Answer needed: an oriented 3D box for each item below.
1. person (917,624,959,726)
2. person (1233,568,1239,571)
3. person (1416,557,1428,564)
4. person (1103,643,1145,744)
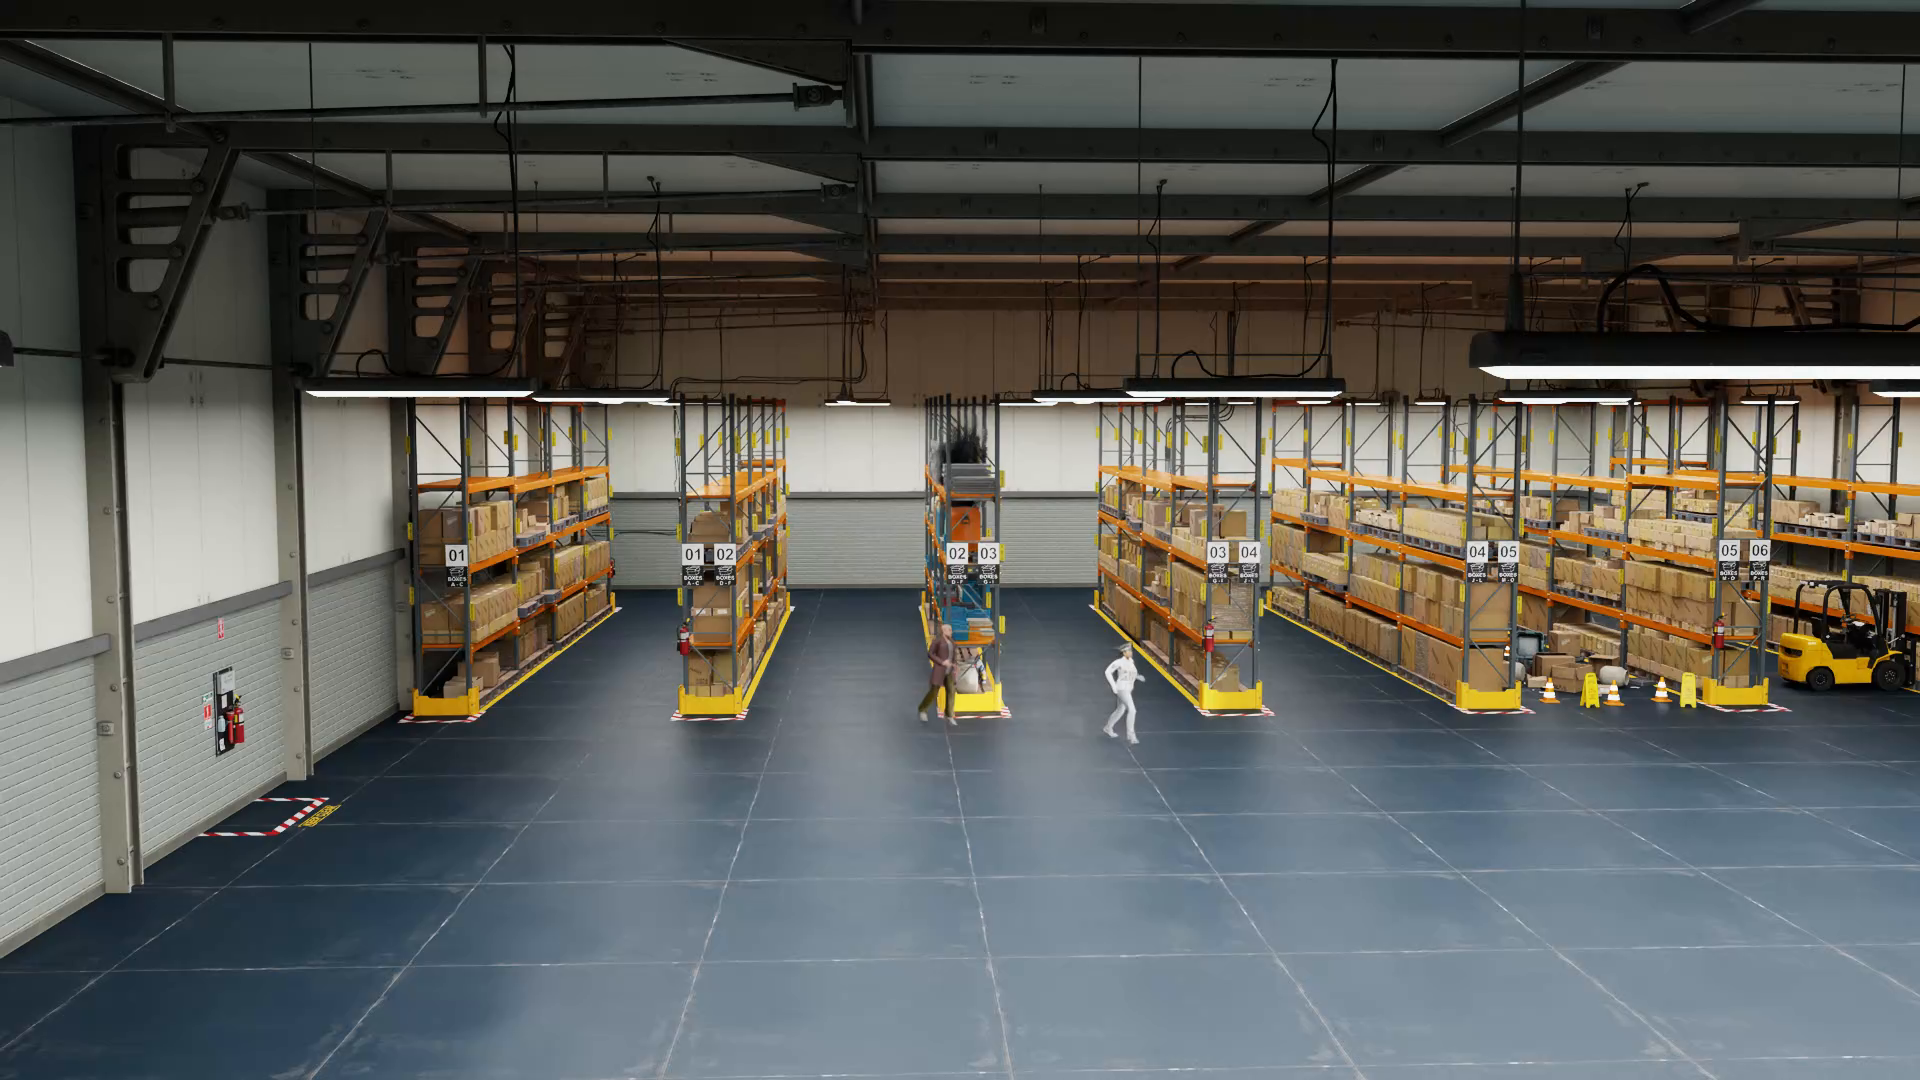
[{"bbox_3d":[-0.284,2.434,30.321,0.770,1.795,0.930,-4,6,-44],"label":"person"},{"bbox_3d":[7.567,1.107,47.583,0.754,1.718,0.853,4,6,42],"label":"person"},{"bbox_3d":[13.652,1.037,49.419,0.555,1.578,0.633,1,5,10],"label":"person"},{"bbox_3d":[2.813,2.624,28.649,0.767,1.737,0.600,3,5,30],"label":"person"}]
